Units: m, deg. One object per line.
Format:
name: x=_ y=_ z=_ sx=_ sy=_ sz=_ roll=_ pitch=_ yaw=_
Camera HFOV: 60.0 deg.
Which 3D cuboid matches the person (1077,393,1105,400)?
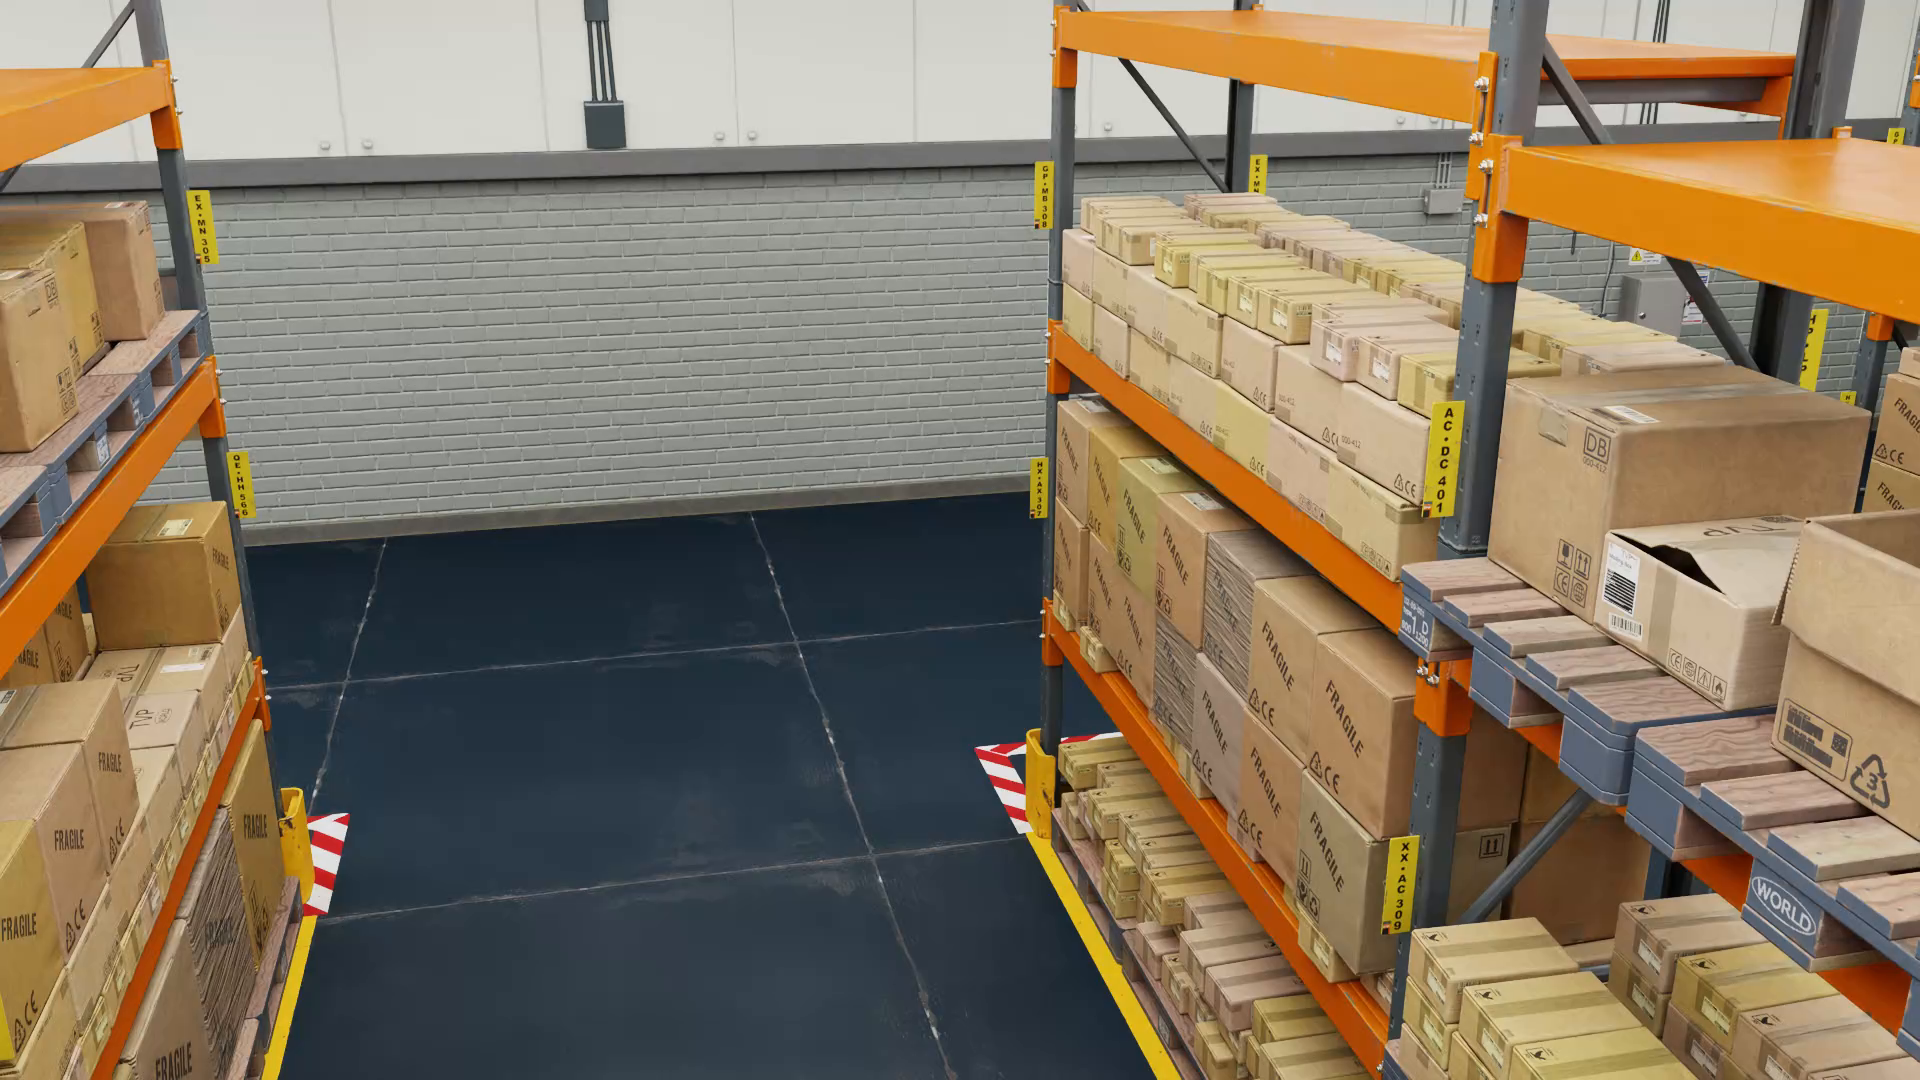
person: x=0.863 y=-0.207 z=11.643 sx=0.441 sy=1.747 sz=0.601 roll=-6 pitch=20 yaw=-16
